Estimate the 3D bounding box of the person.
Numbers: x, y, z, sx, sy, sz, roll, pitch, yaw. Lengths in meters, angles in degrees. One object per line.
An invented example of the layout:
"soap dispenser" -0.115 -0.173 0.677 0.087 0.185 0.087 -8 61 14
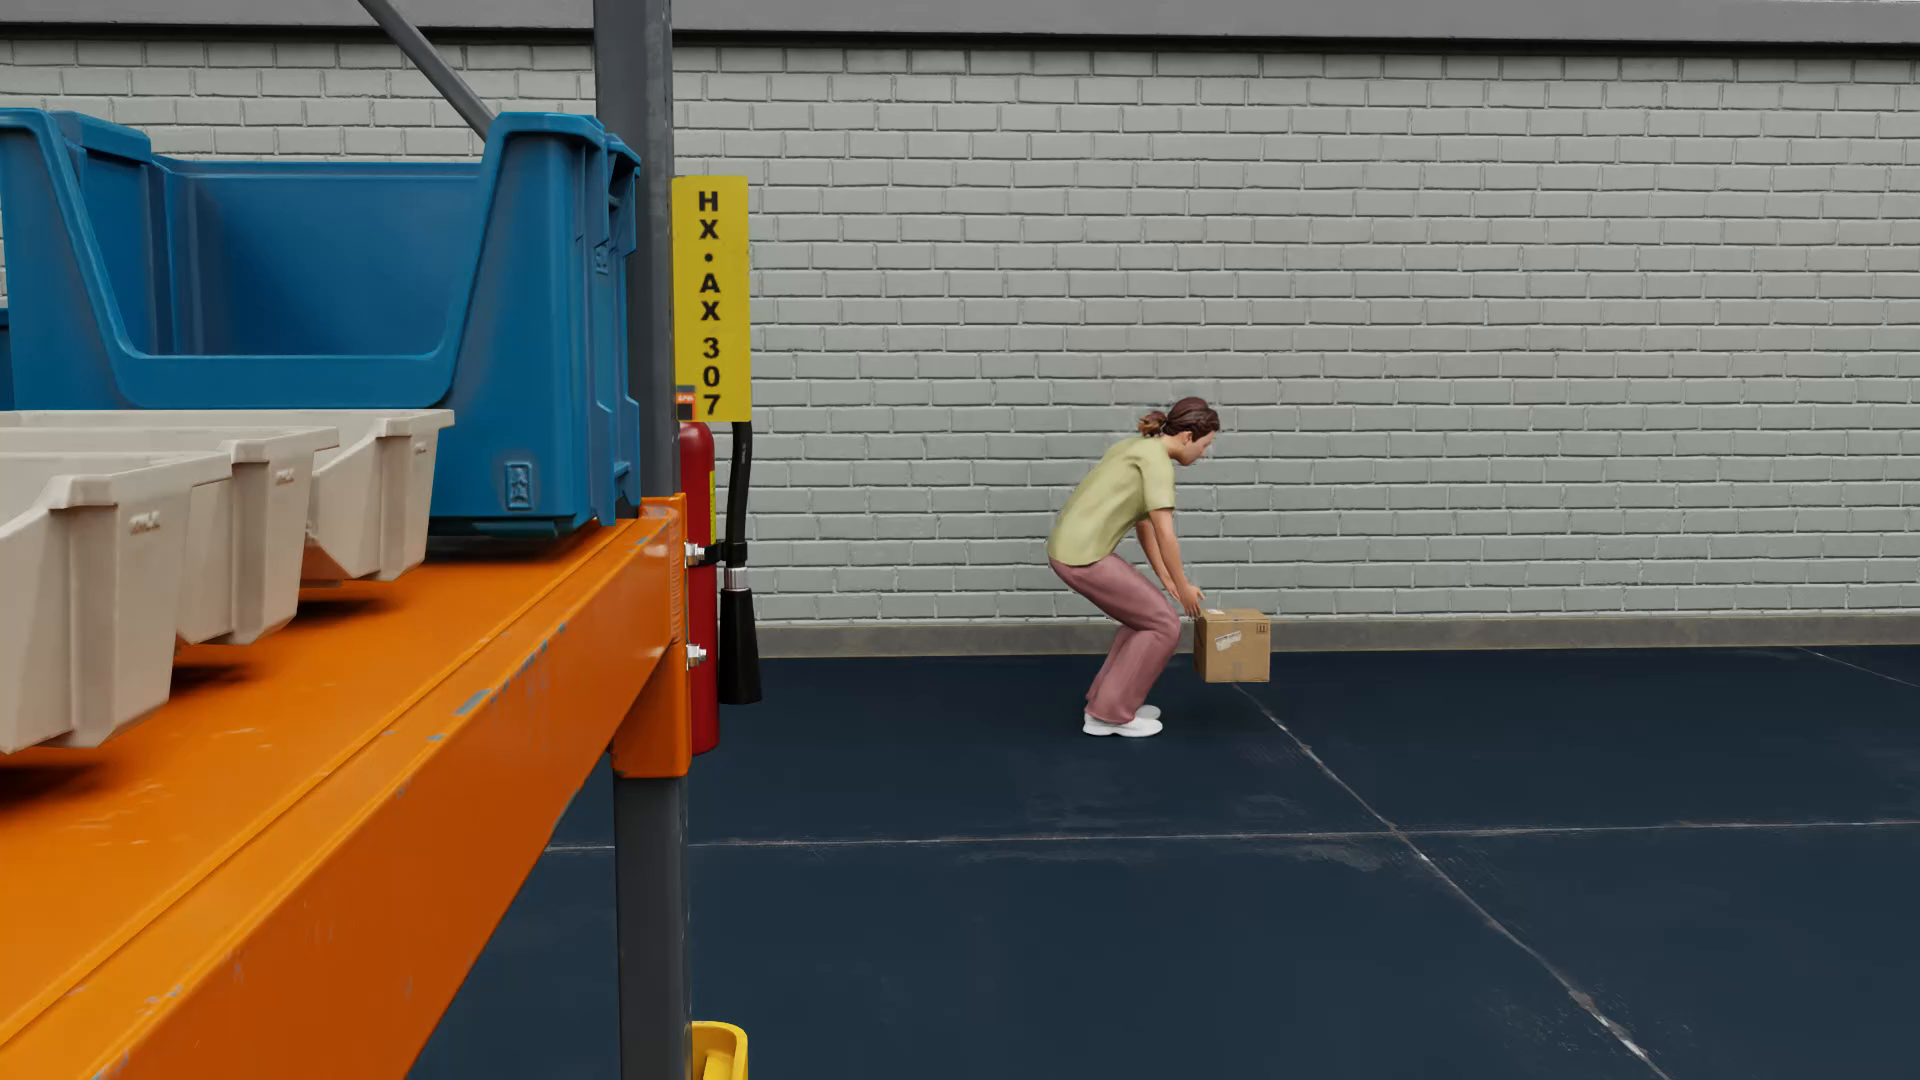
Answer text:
"person" 0.675 0.093 6.538 0.680 1.307 0.512 0 7 -4
